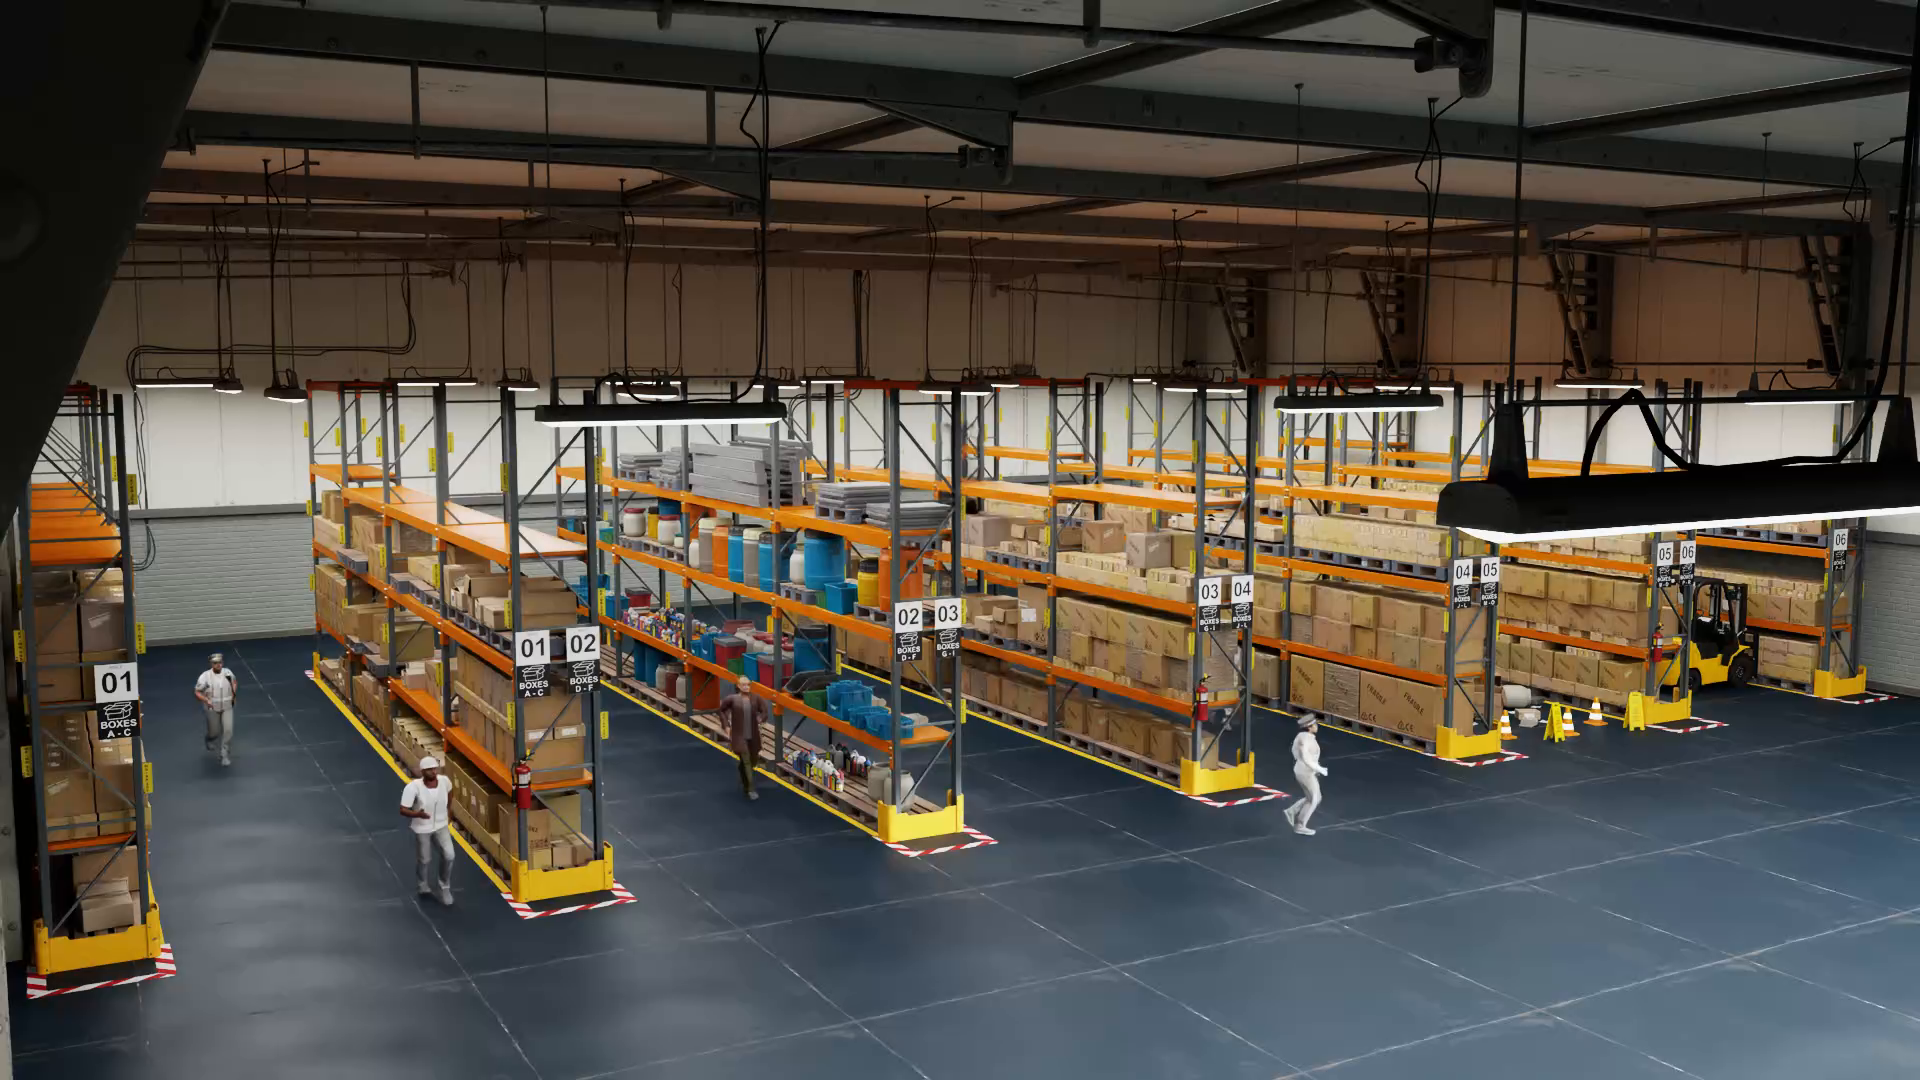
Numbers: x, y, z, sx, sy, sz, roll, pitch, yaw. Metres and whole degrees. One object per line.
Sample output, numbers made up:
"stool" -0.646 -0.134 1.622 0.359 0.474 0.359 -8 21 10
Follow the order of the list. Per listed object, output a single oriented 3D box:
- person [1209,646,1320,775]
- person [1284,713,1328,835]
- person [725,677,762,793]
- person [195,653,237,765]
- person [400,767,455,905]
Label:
"person" 4.718 2.729 25.605 4.093 1.666 6.001 -4 7 -32
"person" 4.641 3.143 22.295 0.547 1.661 0.623 0 6 4
"person" -3.151 2.825 24.306 0.676 1.686 0.840 -3 7 -25
"person" -11.822 2.671 26.495 0.672 1.782 0.815 -5 8 -39
"person" -6.221 3.419 19.531 0.708 1.740 0.795 -4 8 -36
